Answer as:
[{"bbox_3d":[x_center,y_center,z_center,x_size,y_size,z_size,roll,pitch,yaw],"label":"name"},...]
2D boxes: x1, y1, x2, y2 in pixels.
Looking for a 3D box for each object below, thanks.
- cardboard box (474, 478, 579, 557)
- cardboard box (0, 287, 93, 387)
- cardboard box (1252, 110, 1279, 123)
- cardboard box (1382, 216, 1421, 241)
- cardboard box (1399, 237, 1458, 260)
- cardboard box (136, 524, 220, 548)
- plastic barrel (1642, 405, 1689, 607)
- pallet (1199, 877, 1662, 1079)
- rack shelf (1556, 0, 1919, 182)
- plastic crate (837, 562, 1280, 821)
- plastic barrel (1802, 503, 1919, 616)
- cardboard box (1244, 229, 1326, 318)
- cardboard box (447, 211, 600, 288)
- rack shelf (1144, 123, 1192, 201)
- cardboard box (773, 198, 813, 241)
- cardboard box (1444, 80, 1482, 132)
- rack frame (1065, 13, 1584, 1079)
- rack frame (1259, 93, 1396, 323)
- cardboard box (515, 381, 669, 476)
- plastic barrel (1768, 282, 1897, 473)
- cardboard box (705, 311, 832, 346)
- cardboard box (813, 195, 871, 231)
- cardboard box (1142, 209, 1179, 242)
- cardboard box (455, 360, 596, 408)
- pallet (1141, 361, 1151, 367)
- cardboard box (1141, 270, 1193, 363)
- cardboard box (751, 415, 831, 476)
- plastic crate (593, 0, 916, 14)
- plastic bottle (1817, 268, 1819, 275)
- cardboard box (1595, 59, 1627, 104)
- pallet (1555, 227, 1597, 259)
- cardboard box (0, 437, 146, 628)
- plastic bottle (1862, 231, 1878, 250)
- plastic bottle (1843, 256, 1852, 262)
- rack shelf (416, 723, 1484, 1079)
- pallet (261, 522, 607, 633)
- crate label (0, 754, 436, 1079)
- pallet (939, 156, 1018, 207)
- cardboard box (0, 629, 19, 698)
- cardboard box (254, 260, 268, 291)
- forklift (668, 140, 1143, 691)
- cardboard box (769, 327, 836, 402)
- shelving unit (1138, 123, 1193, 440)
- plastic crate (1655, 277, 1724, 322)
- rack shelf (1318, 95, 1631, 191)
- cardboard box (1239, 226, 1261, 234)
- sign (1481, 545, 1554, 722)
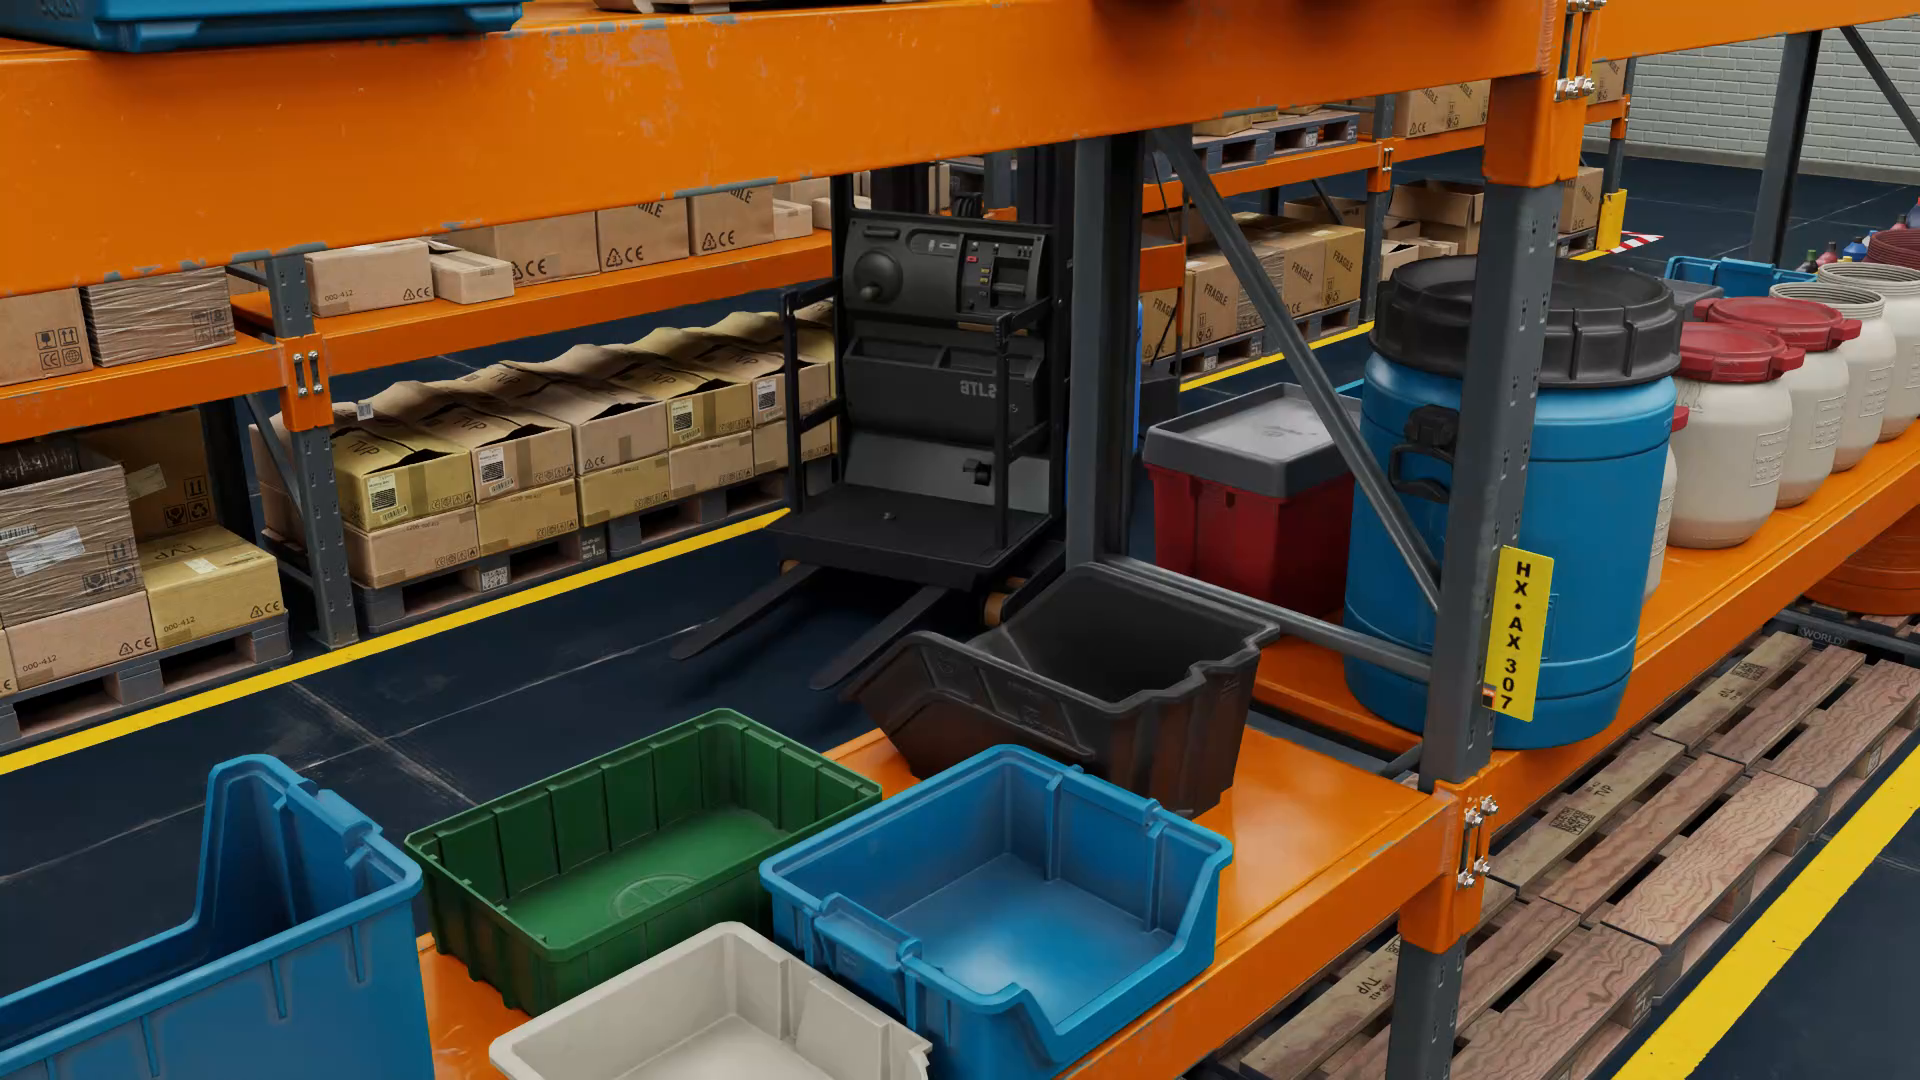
[{"bbox_3d":[-2.093,-0.164,7.567,0.500,0.250,0.500,-19,28,-41],"label":"cardboard box"},{"bbox_3d":[-3.578,-0.872,6.024,0.700,0.500,0.500,19,28,40],"label":"cardboard box"},{"bbox_3d":[1.746,-3.119,11.285,0.500,0.500,0.700,-15,26,-34],"label":"cardboard box"},{"bbox_3d":[3.389,-2.496,13.521,0.500,0.311,0.500,19,28,41],"label":"cardboard box"},{"bbox_3d":[3.715,-2.297,13.205,0.380,0.166,0.250,19,28,41],"label":"cardboard box"},{"bbox_3d":[-3.450,0.052,7.005,0.500,0.250,0.500,19,28,41],"label":"cardboard box"},{"bbox_3d":[1.461,-0.092,3.945,0.433,0.535,0.433,0,21,0],"label":"plastic barrel"},{"bbox_3d":[1.157,1.252,4.523,1.003,0.211,1.213,19,28,41],"label":"pallet"},{"bbox_3d":[2.032,-1.416,4.401,1.077,0.370,4.000,19,28,41],"label":"rack shelf"},{"bbox_3d":[0.180,0.294,3.216,0.767,0.338,0.504,19,28,41],"label":"plastic crate"},{"bbox_3d":[3.756,-0.179,6.799,0.600,0.830,0.708,19,28,41],"label":"plastic barrel"},{"bbox_3d":[2.181,-1.850,11.578,0.500,0.500,0.500,19,28,41],"label":"cardboard box"},{"bbox_3d":[-1.995,-1.454,7.537,0.500,0.500,0.500,-18,27,-38],"label":"cardboard box"},{"bbox_3d":[0.845,-1.976,8.376,0.480,0.518,0.431,-13,25,-31],"label":"rack shelf"},{"bbox_3d":[-0.968,-1.648,8.531,0.250,0.149,0.380,-18,27,-38],"label":"cardboard box"},{"bbox_3d":[3.577,-3.377,12.540,0.500,0.500,0.500,-20,28,-41],"label":"cardboard box"},{"bbox_3d":[0.637,0.162,3.472,1.000,3.000,0.127,19,28,41],"label":"rack frame"},{"bbox_3d":[2.671,-3.135,12.050,1.000,3.000,0.127,19,28,41],"label":"rack frame"},{"bbox_3d":[-1.730,-0.558,7.810,0.500,0.311,0.500,18,27,39],"label":"cardboard box"},{"bbox_3d":[2.569,-0.492,5.018,0.421,0.512,0.421,0,21,0],"label":"plastic barrel"},{"bbox_3d":[-1.055,-1.083,9.177,0.500,0.311,0.500,18,28,39],"label":"cardboard box"},{"bbox_3d":[-0.549,-1.689,8.639,0.380,0.149,0.250,19,28,41],"label":"cardboard box"},{"bbox_3d":[1.112,-2.074,11.116,0.500,0.250,0.500,19,28,40],"label":"cardboard box"},{"bbox_3d":[-2.124,-0.692,8.159,0.500,0.311,0.500,19,28,40],"label":"cardboard box"},{"bbox_3d":[0.429,-0.988,10.350,1.003,0.211,1.213,19,28,41],"label":"pallet"},{"bbox_3d":[1.118,-1.455,10.549,0.500,0.500,0.500,19,28,40],"label":"cardboard box"},{"bbox_3d":[-1.021,-0.561,8.601,0.500,0.250,0.500,-19,28,-41],"label":"cardboard box"},{"bbox_3d":[-0.193,-0.601,1.644,0.243,0.136,0.396,19,28,41],"label":"plastic crate"},{"bbox_3d":[3.497,-1.009,6.796,0.097,0.201,0.097,0,21,0],"label":"plastic bottle"},{"bbox_3d":[5.344,-4.027,14.231,0.500,0.500,0.500,-19,28,-40],"label":"cardboard box"},{"bbox_3d":[4.853,-2.637,14.641,1.003,0.211,1.213,19,28,41],"label":"pallet"},{"bbox_3d":[-3.434,-0.042,6.204,0.500,0.500,0.500,19,28,41],"label":"cardboard box"},{"bbox_3d":[3.930,-1.201,7.199,0.097,0.271,0.097,0,21,0],"label":"plastic bottle"},{"bbox_3d":[3.726,-1.094,7.016,0.097,0.201,0.097,0,21,0],"label":"plastic bottle"},{"bbox_3d":[-0.758,1.012,2.264,1.077,0.370,4.000,19,28,41],"label":"rack shelf"},{"bbox_3d":[-2.424,0.024,7.718,1.003,0.211,1.213,19,28,41],"label":"pallet"},{"bbox_3d":[-1.063,0.633,2.198,0.502,0.435,0.616,19,28,41],"label":"crate label"},{"bbox_3d":[0.303,-2.209,9.909,1.213,0.211,1.003,19,28,41],"label":"pallet"},{"bbox_3d":[-3.771,0.441,5.994,0.500,0.250,0.500,19,28,41],"label":"cardboard box"},{"bbox_3d":[-4.905,-1.948,11.833,0.700,0.500,0.500,19,28,40],"label":"cardboard box"},{"bbox_3d":[-0.165,-1.158,7.002,1.130,2.935,3.031,9,23,23],"label":"forklift"},{"bbox_3d":[-0.666,-0.950,8.830,0.500,0.311,0.500,19,28,40],"label":"cardboard box"},{"bbox_3d":[0.845,-1.335,8.622,0.503,2.100,0.431,-13,25,-31],"label":"shelving unit"},{"bbox_3d":[2.081,-0.557,5.254,0.402,0.464,0.583,19,28,41],"label":"plastic crate"},{"bbox_3d":[4.066,-3.313,13.517,1.077,0.370,4.000,19,28,41],"label":"rack shelf"},{"bbox_3d":[1.795,-1.970,11.891,0.500,0.500,0.500,-20,28,-41],"label":"cardboard box"},{"bbox_3d":[1.023,0.173,3.057,0.100,0.325,0.005,19,28,41],"label":"sign"}]
